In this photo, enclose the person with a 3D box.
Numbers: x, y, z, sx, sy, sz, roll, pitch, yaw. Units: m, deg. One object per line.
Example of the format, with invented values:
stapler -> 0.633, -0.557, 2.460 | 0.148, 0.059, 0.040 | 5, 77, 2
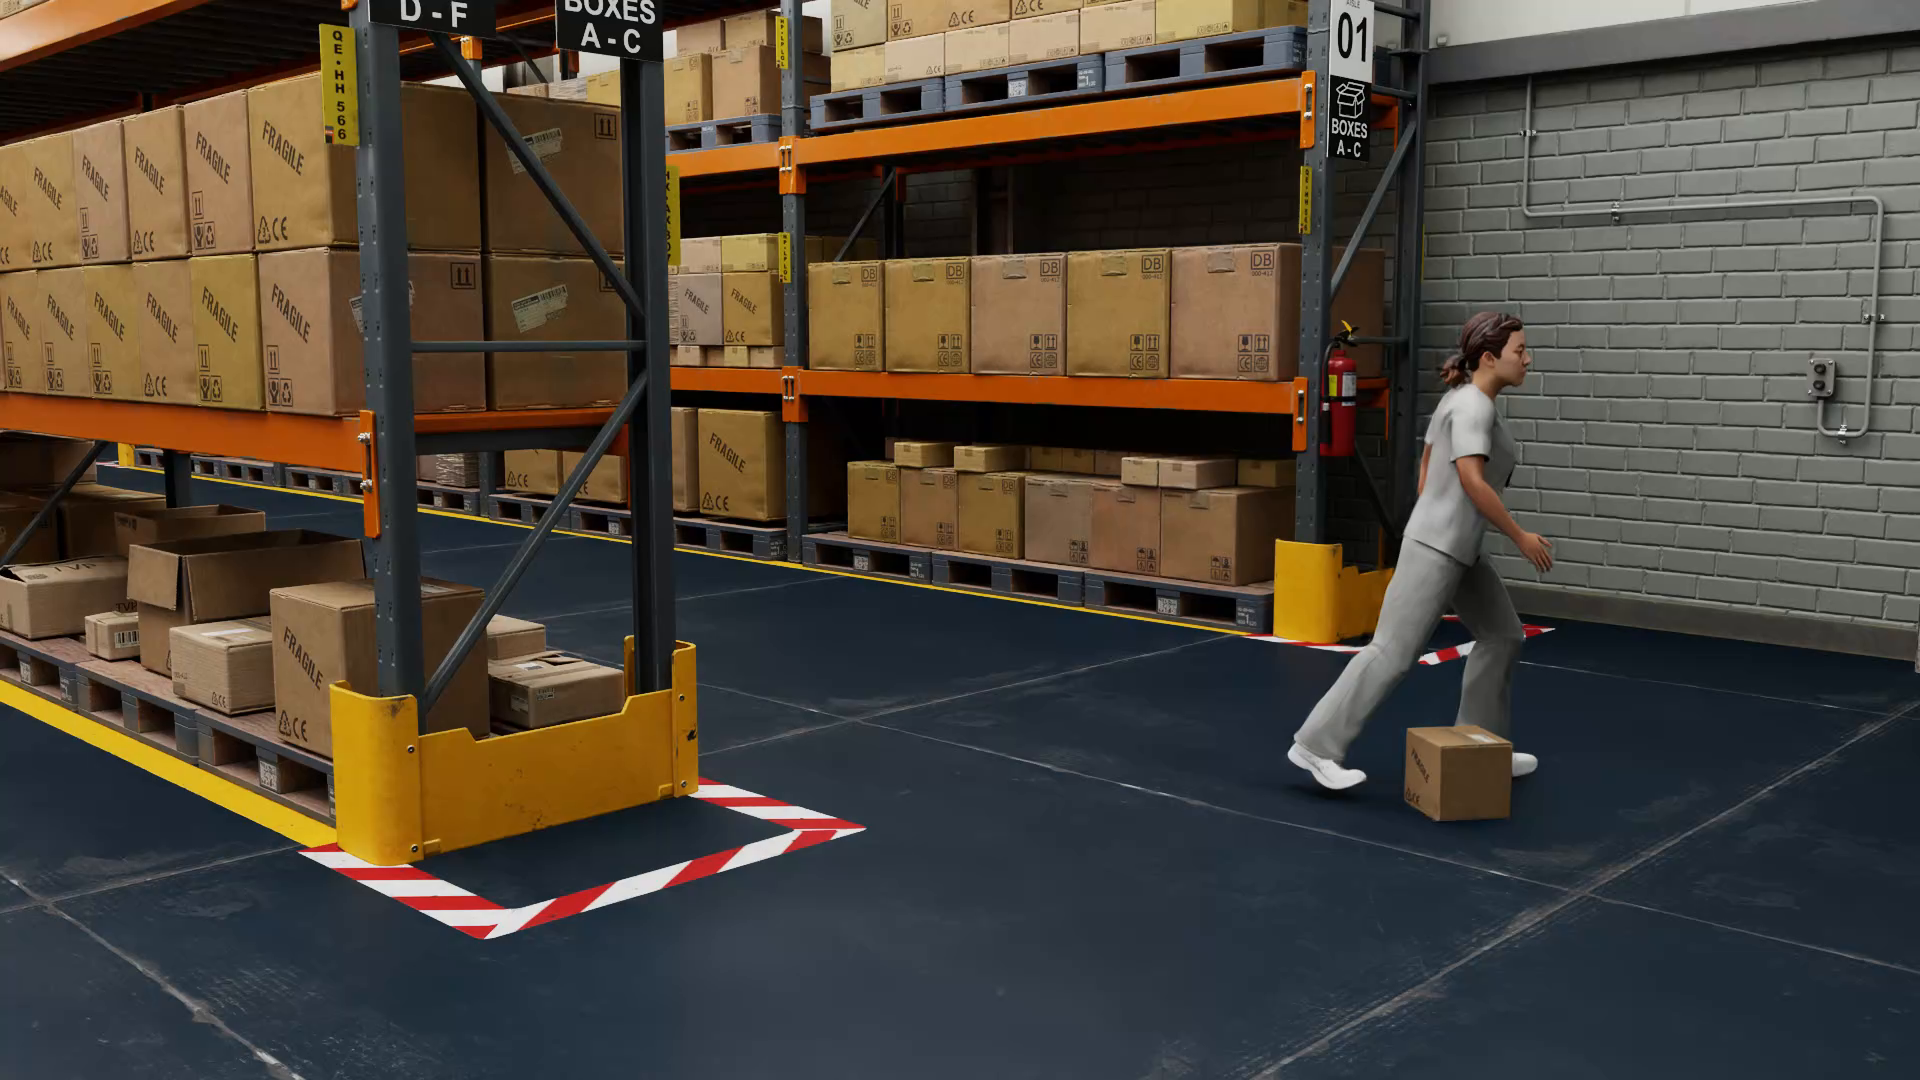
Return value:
person -> 1.560, 0.037, 5.627 | 0.833, 1.607, 0.563 | 2, 7, 16
